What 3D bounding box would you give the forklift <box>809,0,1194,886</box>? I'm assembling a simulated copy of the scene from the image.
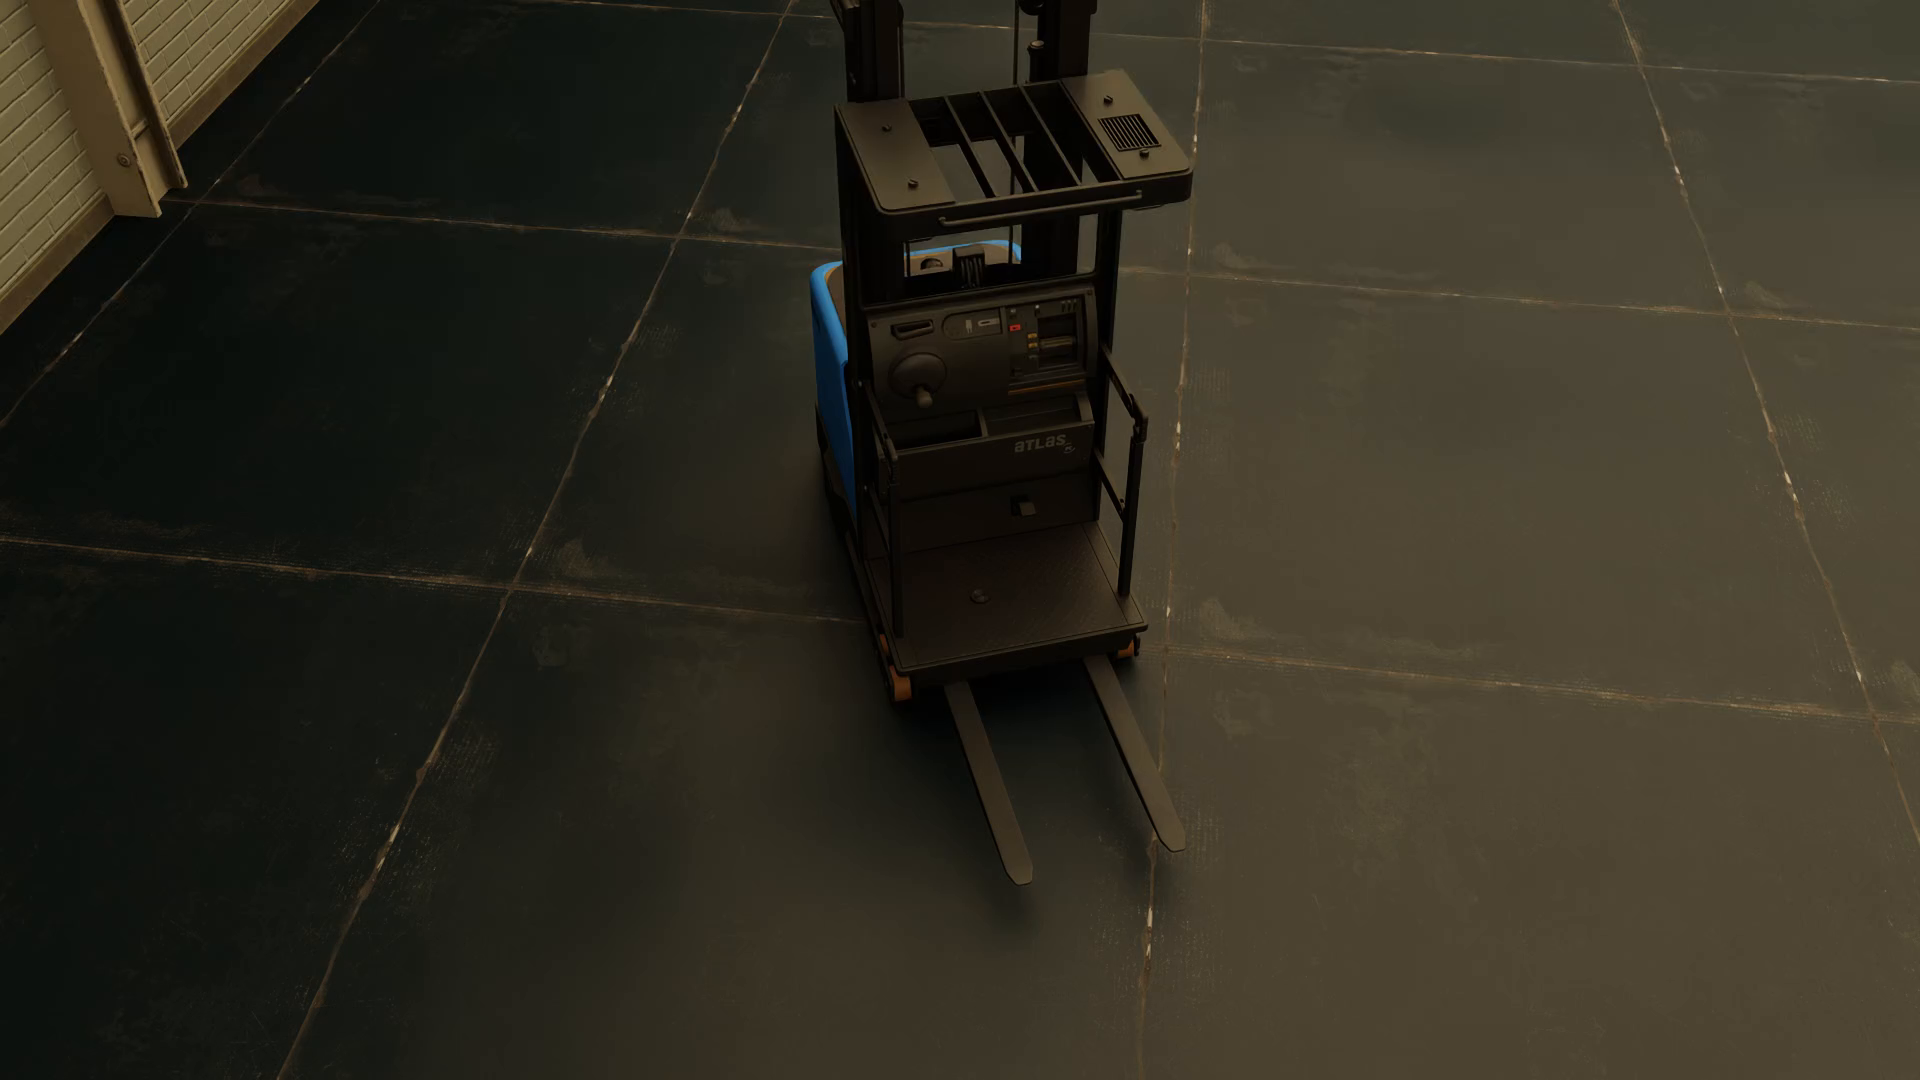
[{"bbox_3d":[0.153,-0.681,6.465,1.130,2.935,3.031,-10,44,-11],"label":"forklift"}]
